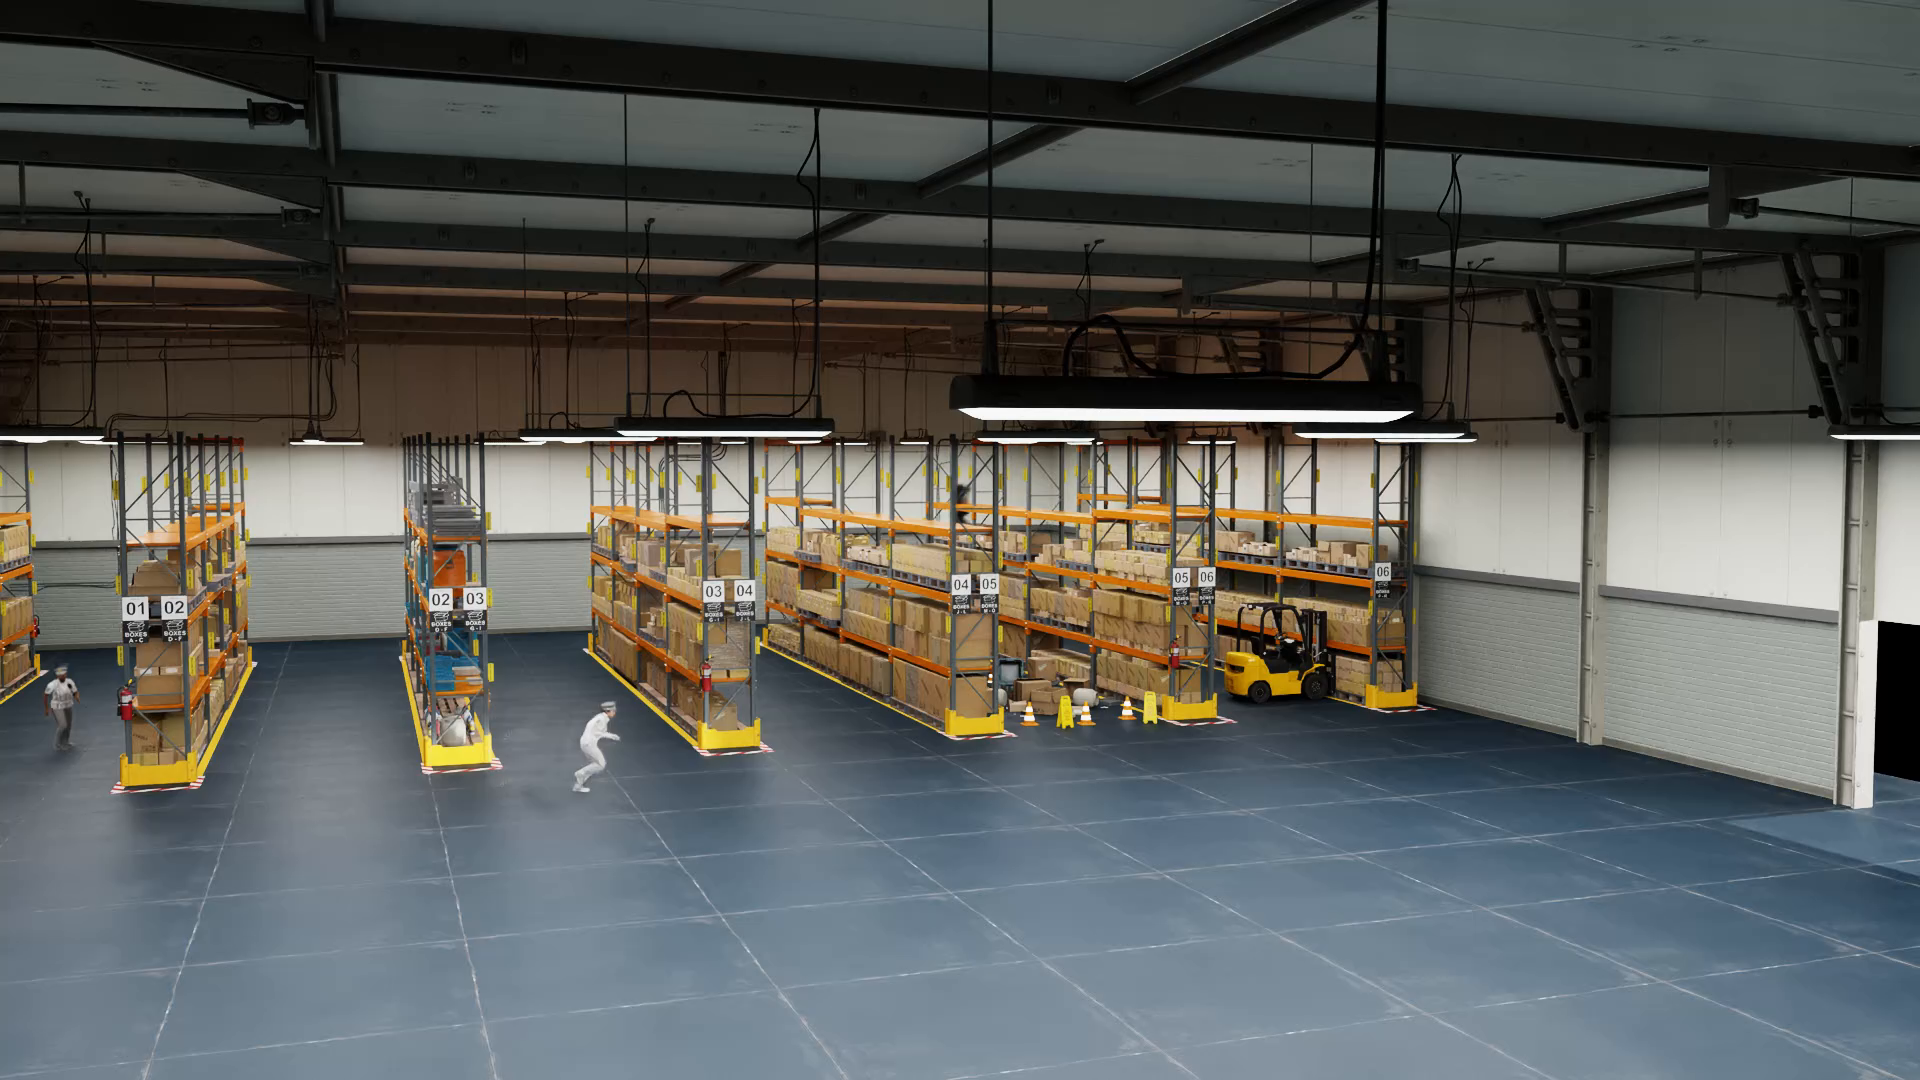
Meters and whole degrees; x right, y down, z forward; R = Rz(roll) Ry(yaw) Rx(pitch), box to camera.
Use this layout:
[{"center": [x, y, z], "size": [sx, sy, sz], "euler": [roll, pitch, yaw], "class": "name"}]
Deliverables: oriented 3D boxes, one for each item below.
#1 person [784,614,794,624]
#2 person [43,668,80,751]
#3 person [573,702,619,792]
[{"center": [-5.125, 2.174, 50.407], "size": [0.539, 1.534, 0.576], "euler": [2, 4, 30], "class": "person"}, {"center": [-16.968, 3.213, 31.546], "size": [0.793, 1.640, 0.602], "euler": [1, 3, 25], "class": "person"}, {"center": [-6.052, 3.449, 27.610], "size": [0.773, 1.494, 0.650], "euler": [0, 3, -7], "class": "person"}]
